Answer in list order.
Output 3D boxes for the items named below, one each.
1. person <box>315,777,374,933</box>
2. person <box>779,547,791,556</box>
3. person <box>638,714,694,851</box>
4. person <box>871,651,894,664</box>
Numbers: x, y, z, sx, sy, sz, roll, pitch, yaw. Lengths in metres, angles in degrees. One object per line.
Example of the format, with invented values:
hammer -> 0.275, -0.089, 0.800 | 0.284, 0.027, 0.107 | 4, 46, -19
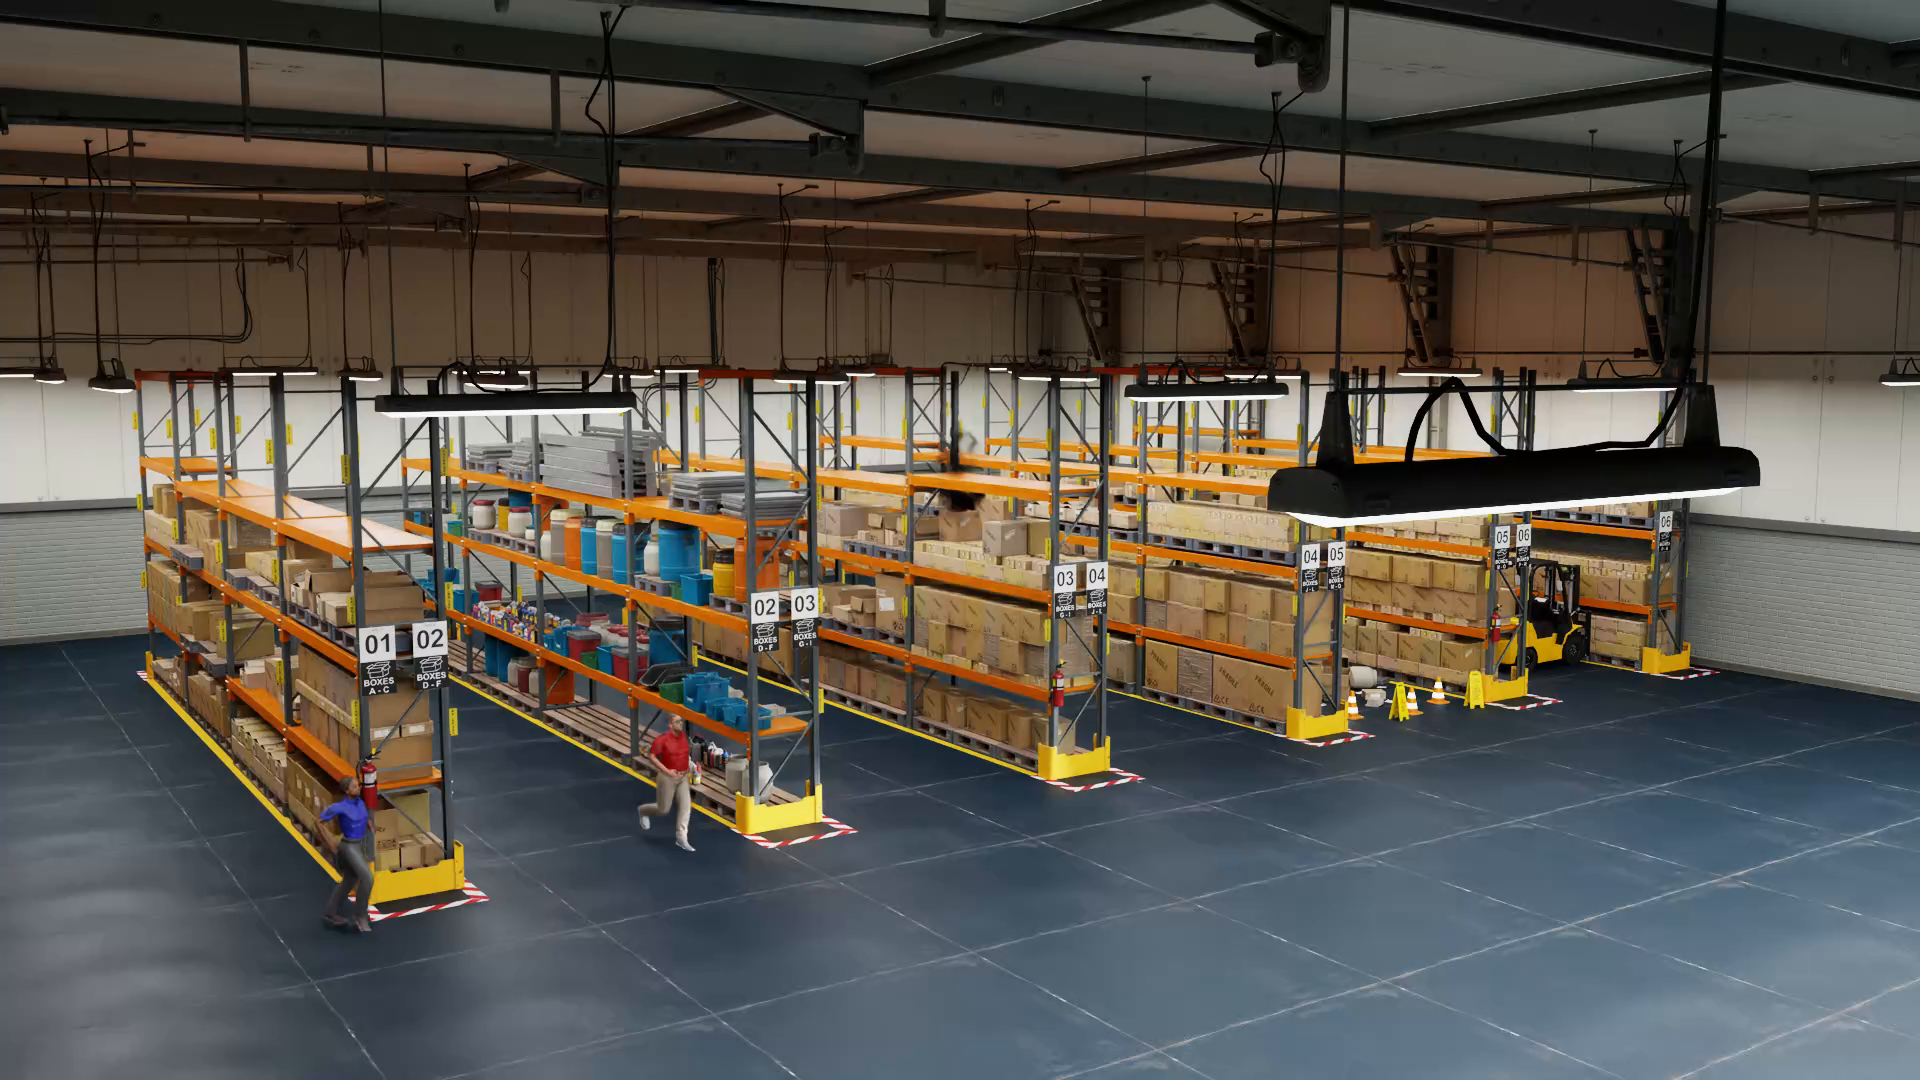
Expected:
person -> -6.731, 3.472, 18.364 | 0.644, 1.694, 0.610 | 0, 6, 4
person -> -4.430, 0.919, 40.451 | 0.729, 1.722, 0.522 | 3, 7, 26
person -> -3.717, 3.102, 21.484 | 0.980, 1.728, 0.674 | 5, 8, 39
person -> -1.483, 1.823, 33.169 | 0.690, 1.573, 0.537 | 6, 9, 44
